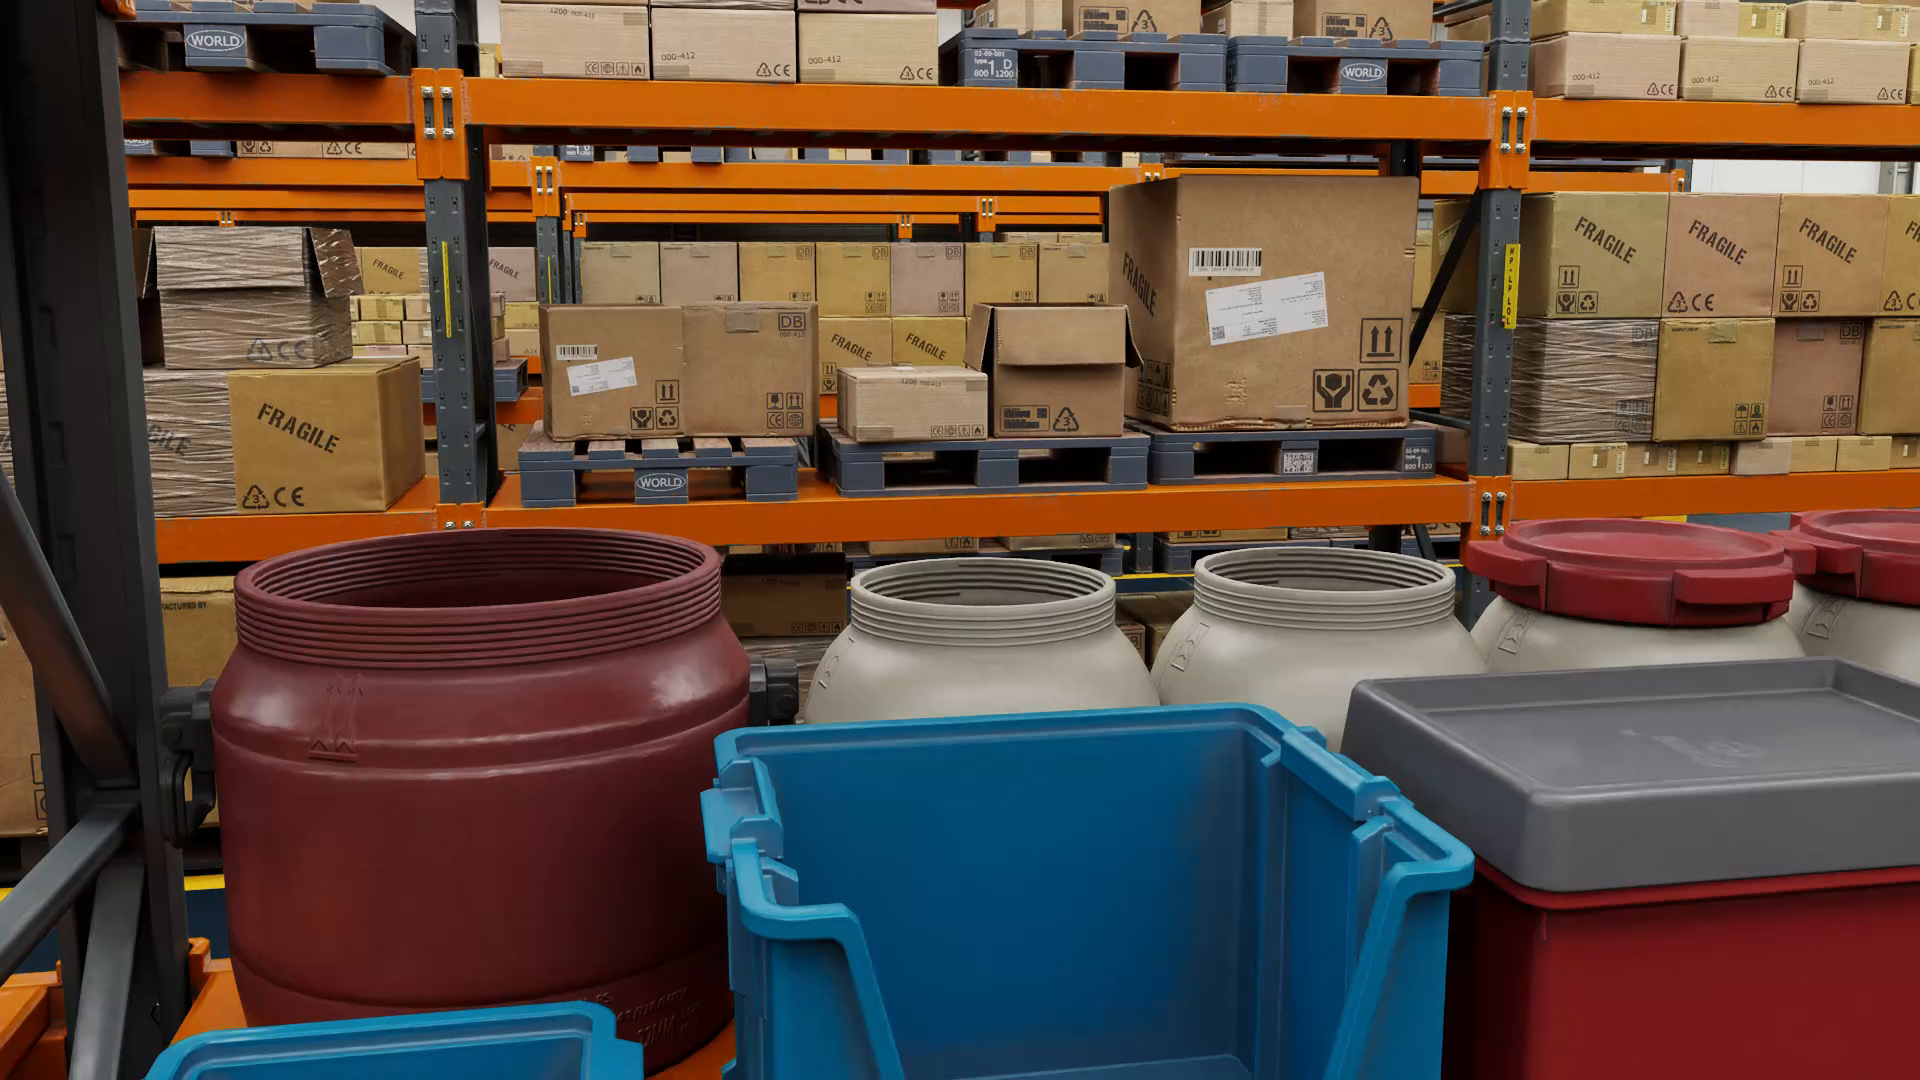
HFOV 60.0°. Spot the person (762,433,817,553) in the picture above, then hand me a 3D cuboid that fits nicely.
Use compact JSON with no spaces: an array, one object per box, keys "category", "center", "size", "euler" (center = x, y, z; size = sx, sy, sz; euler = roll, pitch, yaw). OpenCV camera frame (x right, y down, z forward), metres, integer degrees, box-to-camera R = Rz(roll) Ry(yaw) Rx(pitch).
[{"category":"person","center":[-0.902,-0.087,8.477],"size":[0.475,1.720,0.591],"euler":[-3,10,-15]}]
